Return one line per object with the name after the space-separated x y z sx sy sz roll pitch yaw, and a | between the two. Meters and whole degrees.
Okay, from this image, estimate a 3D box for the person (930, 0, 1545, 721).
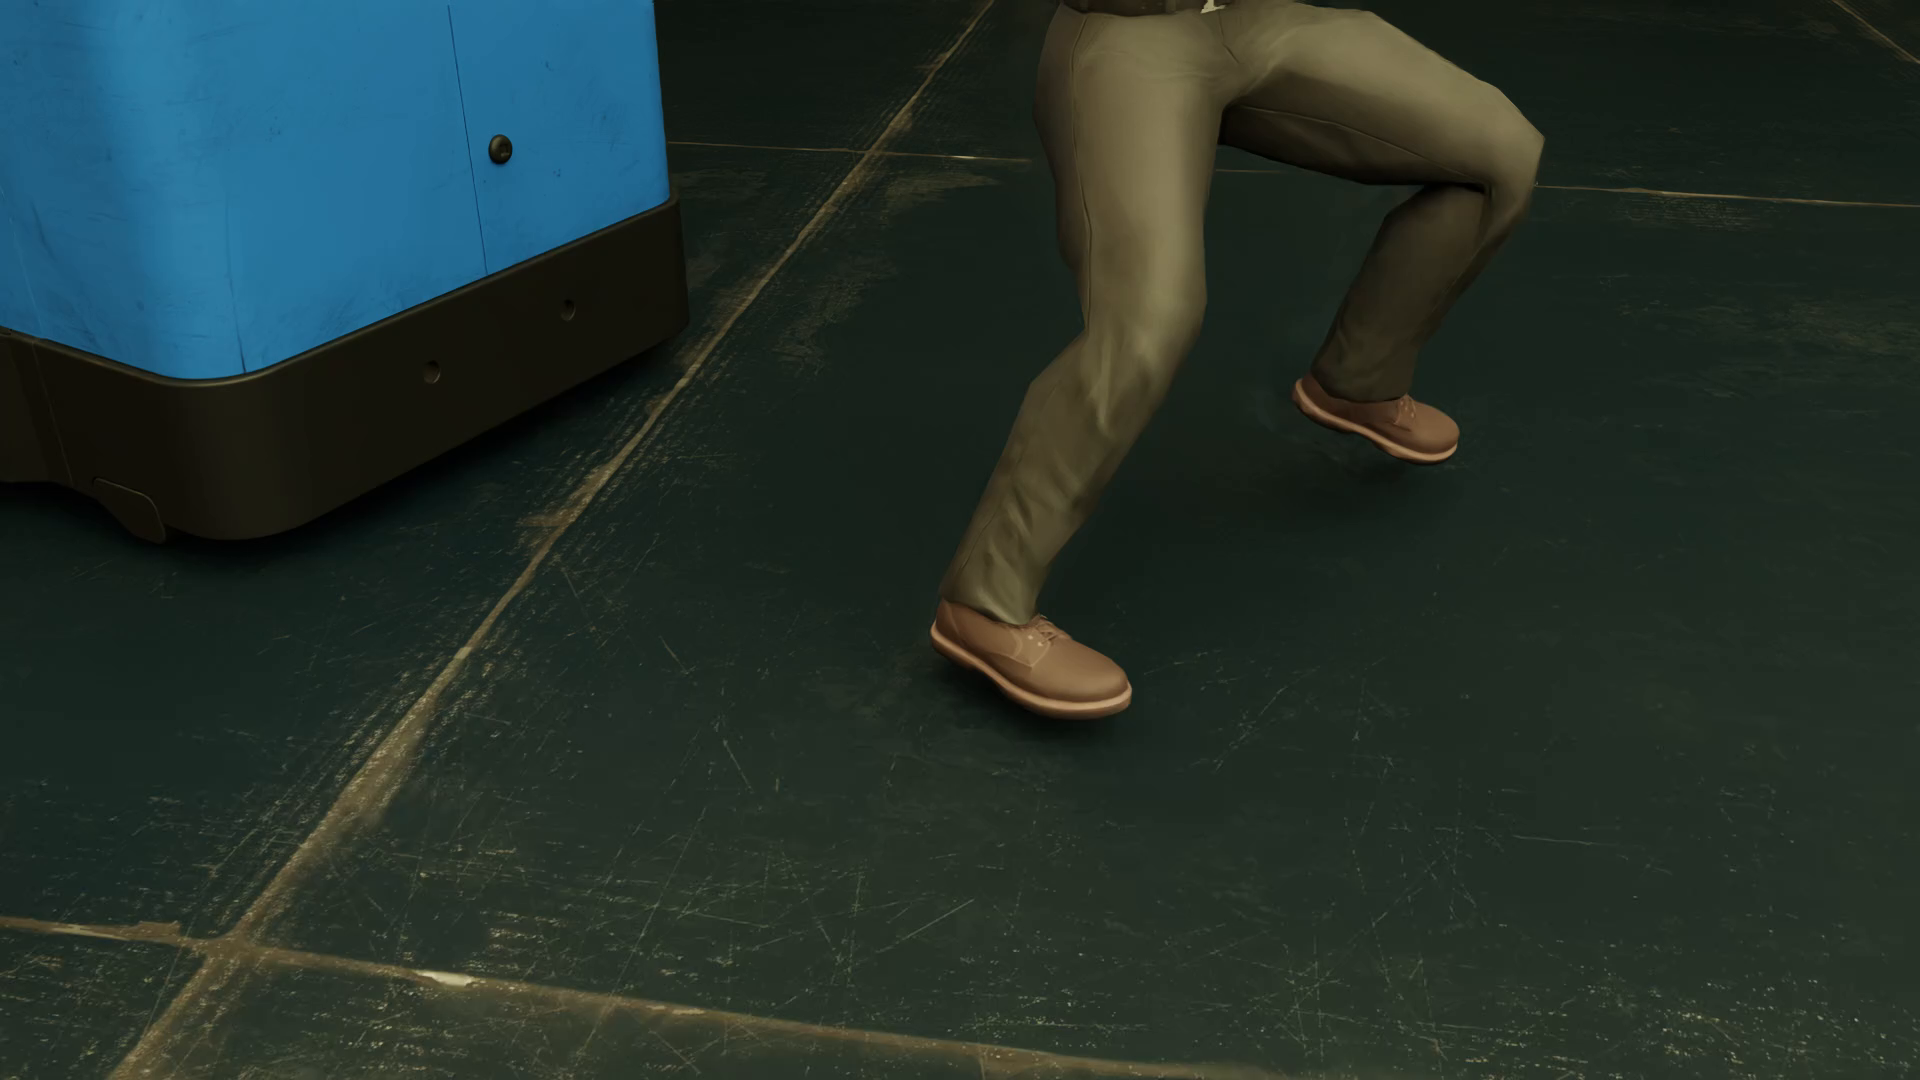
0.396 -0.598 2.023 1.000 1.426 0.682 -18 34 -29 | person

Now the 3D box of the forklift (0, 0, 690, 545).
-2.031 -1.790 2.706 3.031 2.935 1.130 16 33 26 | forklift
